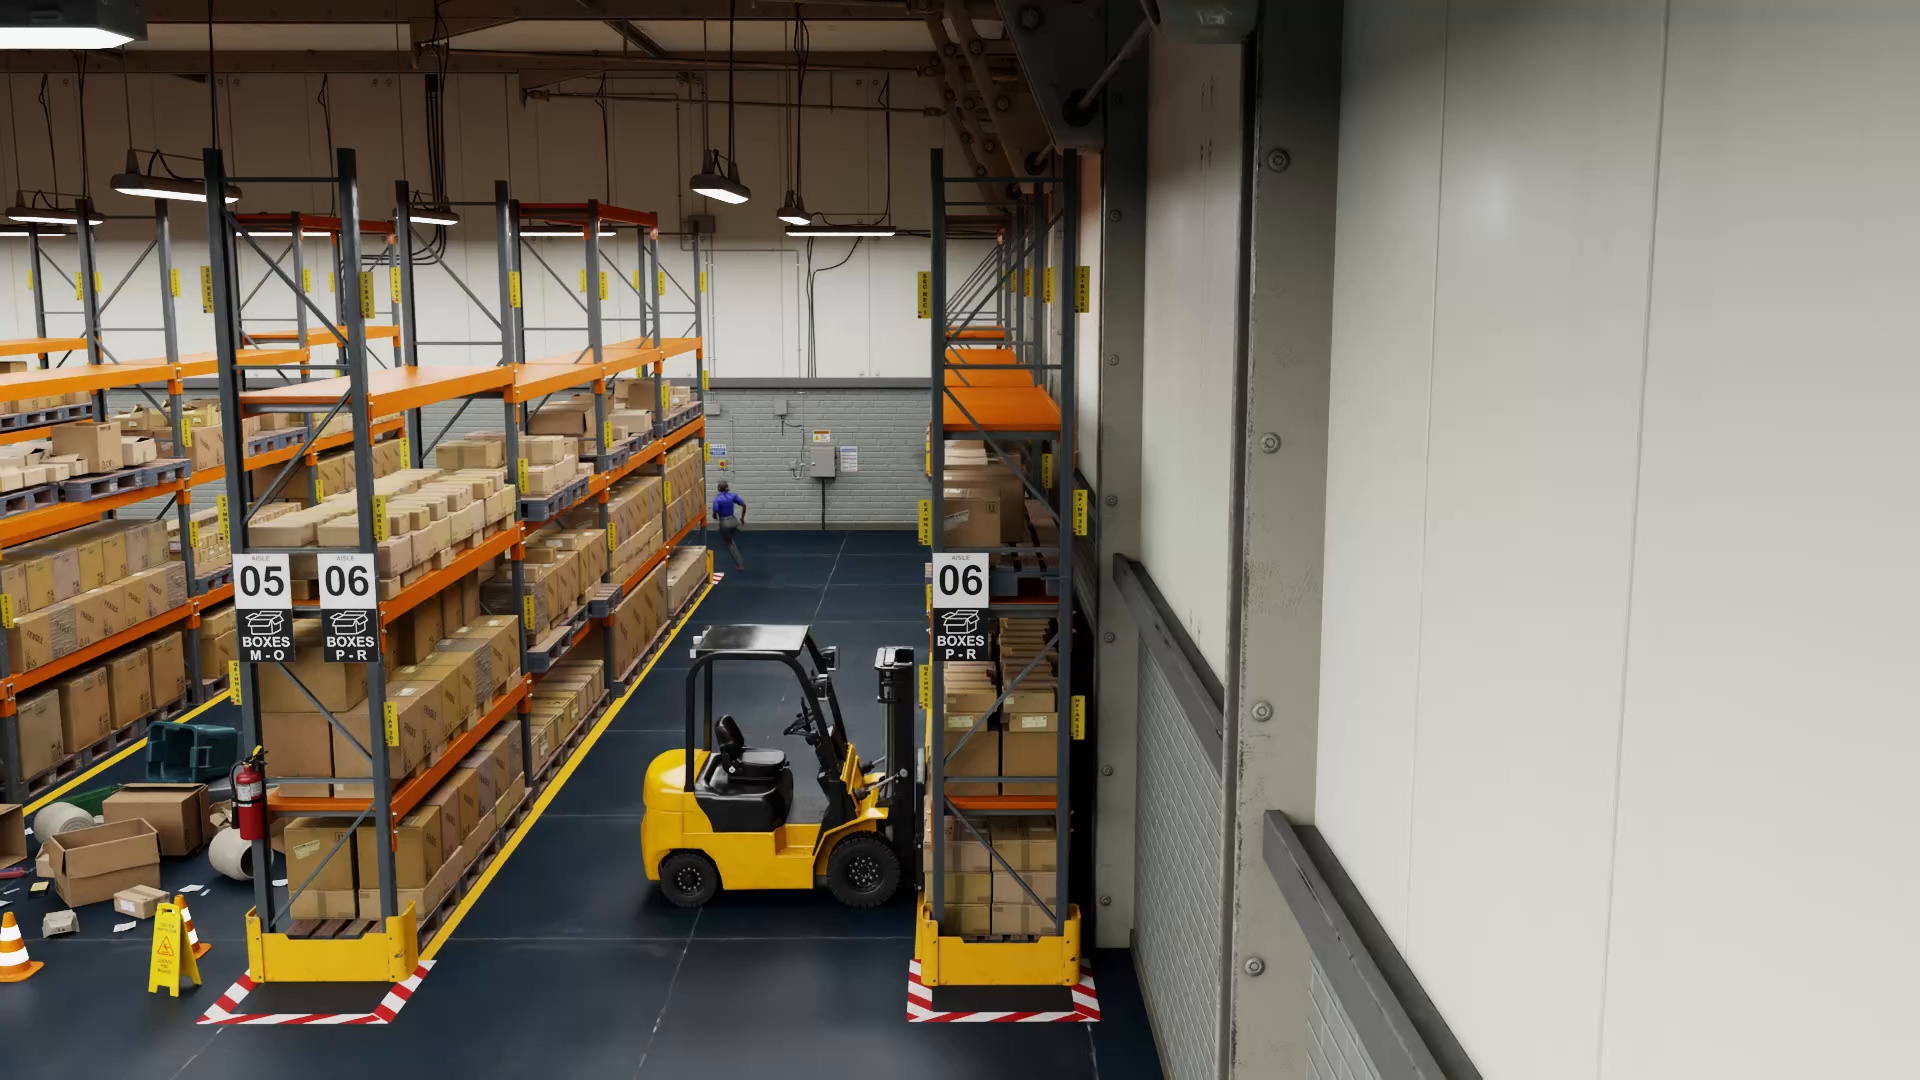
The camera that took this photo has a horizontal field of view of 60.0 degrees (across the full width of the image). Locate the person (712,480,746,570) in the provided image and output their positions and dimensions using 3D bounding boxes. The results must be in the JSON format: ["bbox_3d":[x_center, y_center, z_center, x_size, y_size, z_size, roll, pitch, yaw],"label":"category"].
[{"bbox_3d":[-4.097,-0.270,29.081,0.588,1.592,0.587,-9,13,-44],"label":"person"}]
